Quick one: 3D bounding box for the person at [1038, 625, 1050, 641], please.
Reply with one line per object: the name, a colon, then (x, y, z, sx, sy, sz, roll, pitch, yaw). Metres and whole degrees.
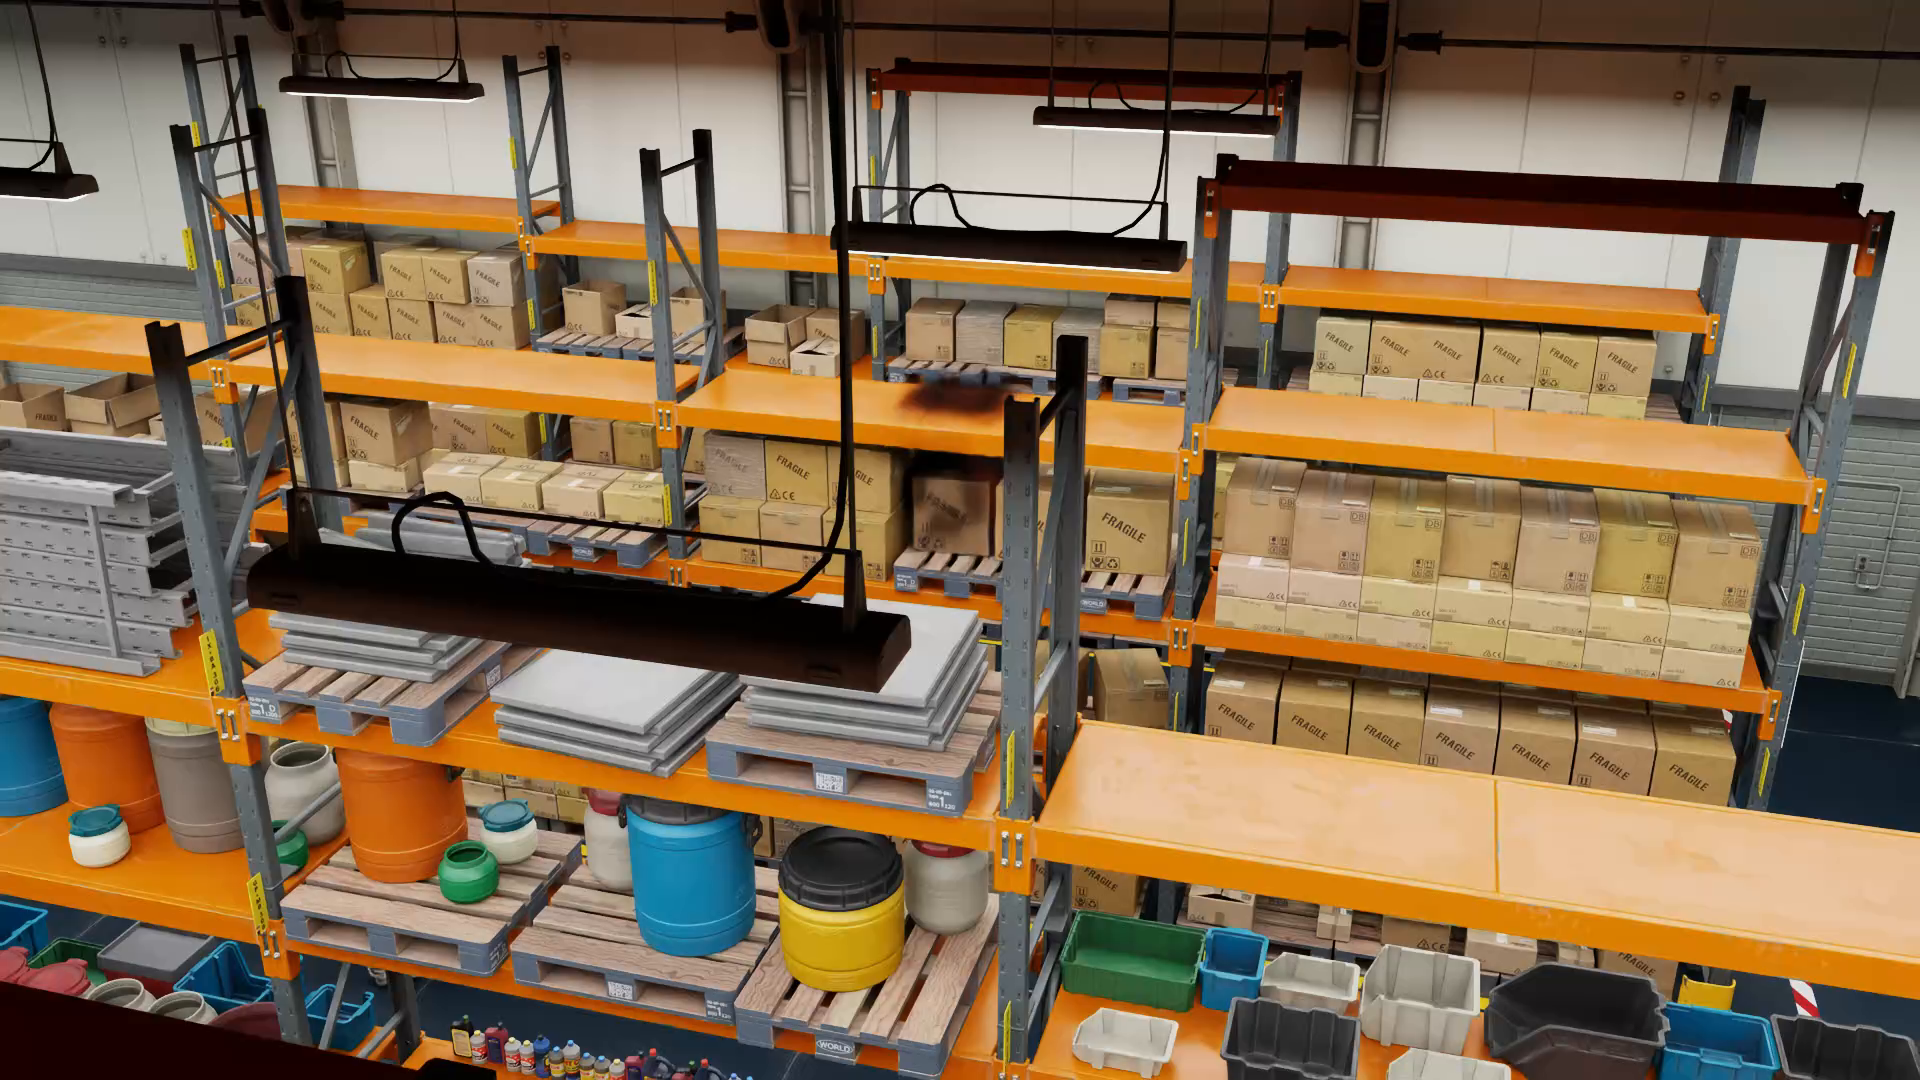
person: (0.712, 0.656, 16.497, 0.992, 1.724, 0.522, 3, 23, 7)

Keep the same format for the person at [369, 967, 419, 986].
person: (-4.322, 2.512, 12.419, 0.675, 1.817, 0.375, 0, 23, 1)
